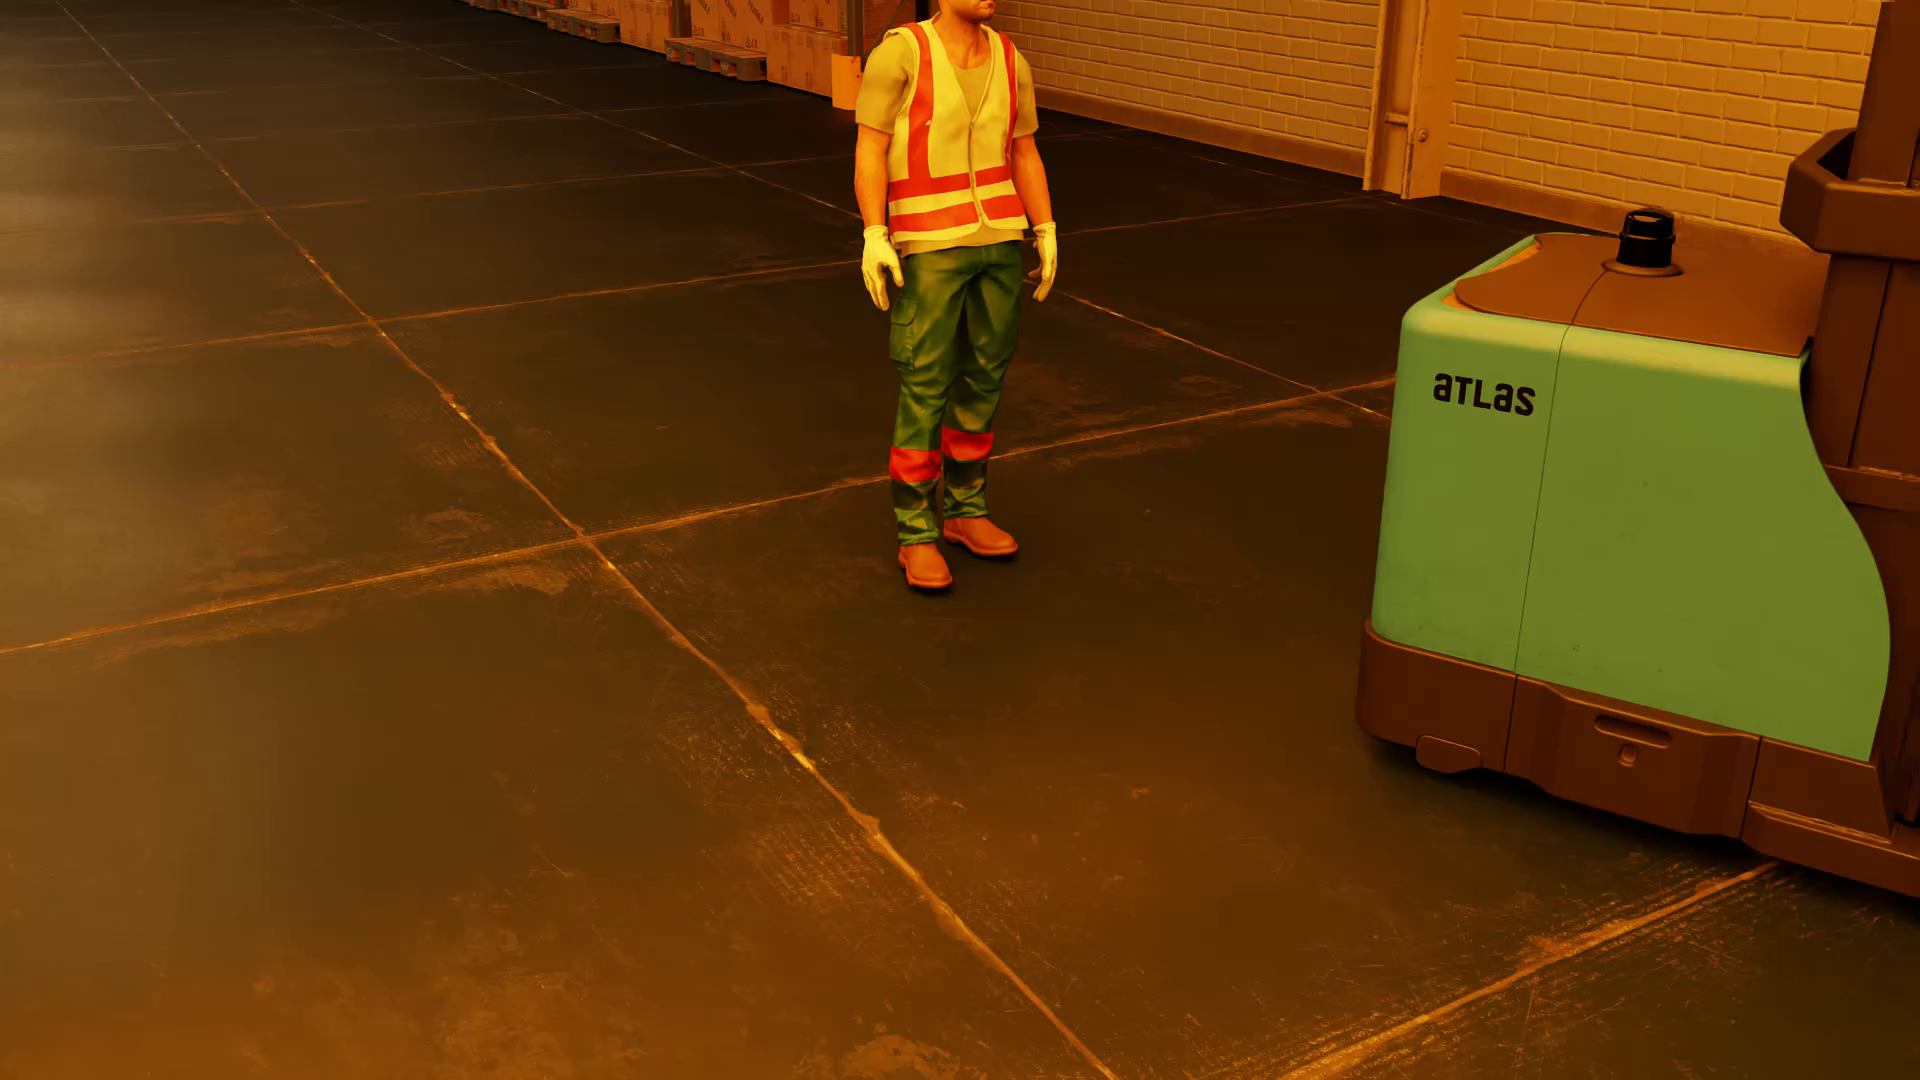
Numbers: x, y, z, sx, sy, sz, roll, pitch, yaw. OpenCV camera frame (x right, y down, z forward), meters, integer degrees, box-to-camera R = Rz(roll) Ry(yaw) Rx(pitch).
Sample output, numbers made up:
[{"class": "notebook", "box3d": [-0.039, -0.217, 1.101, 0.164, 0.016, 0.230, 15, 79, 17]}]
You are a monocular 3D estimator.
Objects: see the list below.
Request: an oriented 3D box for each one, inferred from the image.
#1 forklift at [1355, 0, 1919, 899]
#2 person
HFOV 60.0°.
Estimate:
[{"class": "forklift", "box3d": [2.438, -0.697, 2.972, 3.031, 2.935, 1.130, 14, 26, 31]}, {"class": "person", "box3d": [0.031, -0.803, 4.723, 0.638, 1.784, 0.562, -12, 25, -28]}]
